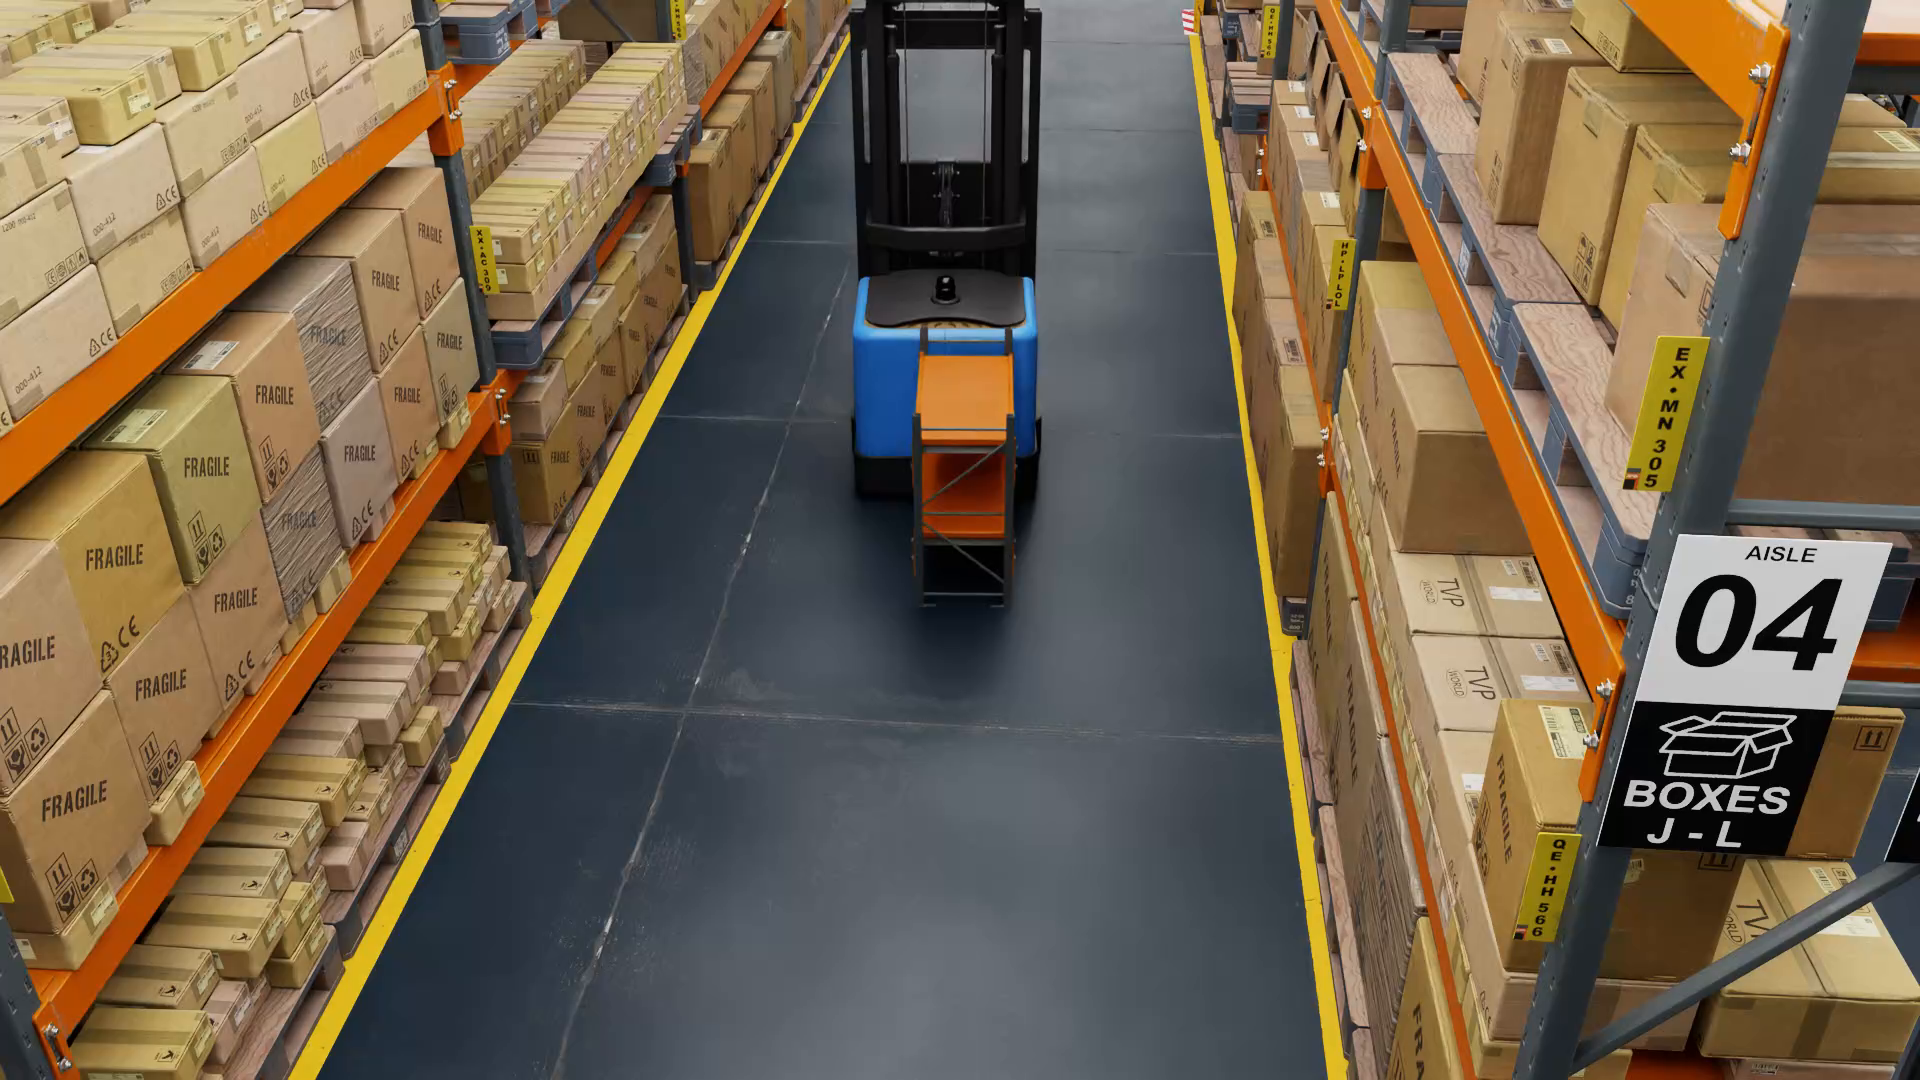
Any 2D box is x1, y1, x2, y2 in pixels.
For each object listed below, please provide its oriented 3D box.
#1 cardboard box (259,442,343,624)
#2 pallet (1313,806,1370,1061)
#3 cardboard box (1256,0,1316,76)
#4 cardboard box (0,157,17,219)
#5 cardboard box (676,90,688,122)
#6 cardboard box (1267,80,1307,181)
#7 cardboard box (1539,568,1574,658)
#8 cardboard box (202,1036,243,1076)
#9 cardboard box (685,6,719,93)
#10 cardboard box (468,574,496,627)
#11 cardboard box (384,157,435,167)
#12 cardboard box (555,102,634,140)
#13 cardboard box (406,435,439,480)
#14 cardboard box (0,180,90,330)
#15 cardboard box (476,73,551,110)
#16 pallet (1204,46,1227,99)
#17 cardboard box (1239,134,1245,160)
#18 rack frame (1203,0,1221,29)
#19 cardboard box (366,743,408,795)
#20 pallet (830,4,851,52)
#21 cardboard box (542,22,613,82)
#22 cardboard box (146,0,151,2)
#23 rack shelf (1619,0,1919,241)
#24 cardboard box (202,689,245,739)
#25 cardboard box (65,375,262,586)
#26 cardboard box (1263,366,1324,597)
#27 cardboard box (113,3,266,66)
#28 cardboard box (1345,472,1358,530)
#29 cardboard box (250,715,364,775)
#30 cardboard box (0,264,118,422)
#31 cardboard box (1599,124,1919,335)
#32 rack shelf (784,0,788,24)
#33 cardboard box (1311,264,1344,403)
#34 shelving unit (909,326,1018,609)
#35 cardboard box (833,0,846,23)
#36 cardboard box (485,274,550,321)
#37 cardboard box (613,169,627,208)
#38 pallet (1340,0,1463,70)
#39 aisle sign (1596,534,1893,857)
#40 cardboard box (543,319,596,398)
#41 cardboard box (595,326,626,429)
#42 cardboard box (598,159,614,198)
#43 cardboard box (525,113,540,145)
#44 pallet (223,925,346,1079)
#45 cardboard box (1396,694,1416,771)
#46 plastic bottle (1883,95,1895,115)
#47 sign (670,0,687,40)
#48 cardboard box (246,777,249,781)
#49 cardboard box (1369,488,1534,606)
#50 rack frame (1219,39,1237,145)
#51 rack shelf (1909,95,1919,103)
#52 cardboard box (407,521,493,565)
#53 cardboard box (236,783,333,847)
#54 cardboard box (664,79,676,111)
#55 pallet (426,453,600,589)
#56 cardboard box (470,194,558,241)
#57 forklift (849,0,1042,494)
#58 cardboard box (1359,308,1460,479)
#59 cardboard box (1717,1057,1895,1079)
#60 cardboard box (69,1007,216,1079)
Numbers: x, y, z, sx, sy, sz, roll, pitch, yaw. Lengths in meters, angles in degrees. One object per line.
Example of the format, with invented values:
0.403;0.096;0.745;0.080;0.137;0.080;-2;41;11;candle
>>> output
-2.642;-0.044;6.084;0.500;0.500;0.500;2;32;3;cardboard box
1.965;1.545;6.541;1.003;0.211;1.213;2;32;4;pallet
2.477;-3.569;11.687;0.700;0.500;0.500;7;32;11;cardboard box
-2.673;-0.876;4.239;0.380;0.149;0.250;2;32;4;cardboard box
-1.990;-2.826;10.816;0.380;0.149;0.250;3;32;5;cardboard box
2.216;-2.567;10.462;0.500;0.500;0.500;3;32;5;cardboard box
2.301;0.306;5.754;0.500;0.250;0.500;2;32;3;cardboard box
-2.758;1.785;5.811;0.380;0.149;0.250;2;32;4;cardboard box
-2.064;-3.564;12.079;0.500;0.500;0.500;2;32;4;cardboard box
-2.452;0.288;7.957;0.380;0.149;0.250;1;32;2;cardboard box
-2.831;-1.897;8.741;0.380;0.149;0.250;2;32;4;cardboard box
-2.099;-2.405;9.566;0.380;0.149;0.250;4;32;6;cardboard box
-2.518;-0.398;7.276;0.380;0.149;0.250;4;32;6;cardboard box
-2.723;-0.766;4.442;0.500;0.250;0.500;2;32;3;cardboard box
-2.705;-2.717;10.071;0.380;0.149;0.250;1;32;2;cardboard box
2.969;-4.664;16.617;1.003;0.211;1.213;2;32;4;pallet
2.724;-3.413;13.893;0.700;0.500;0.500;2;32;4;cardboard box
3.178;-6.951;17.670;1.000;3.000;0.127;2;32;4;rack frame
-2.599;0.989;7.104;0.380;0.149;0.250;3;32;5;cardboard box
-1.744;-5.607;18.147;1.003;0.211;1.213;2;32;4;pallet
-2.639;-3.322;11.686;0.500;0.500;0.500;2;32;4;cardboard box
-3.085;-1.986;6.041;0.380;0.149;0.250;2;32;3;cardboard box
2.038;-1.707;4.510;1.077;0.370;4.000;2;32;4;rack shelf
-2.721;0.547;5.742;0.380;0.149;0.250;2;32;3;cardboard box
-2.659;-0.202;5.388;0.500;0.500;0.500;2;32;3;cardboard box
2.233;-0.286;8.479;1.225;0.875;0.875;3;32;4;cardboard box
-2.567;-1.684;5.550;0.380;0.149;0.250;2;32;4;cardboard box
1.804;-0.153;6.879;0.380;0.149;0.250;3;32;6;cardboard box
-2.666;0.849;6.764;0.380;0.149;0.250;3;32;4;cardboard box
-2.721;-0.561;4.585;0.500;0.250;0.500;3;32;6;cardboard box
2.031;-0.688;4.058;0.700;0.500;0.500;1;32;2;cardboard box
-1.920;-5.863;16.591;1.077;0.370;4.000;2;32;4;rack shelf
1.967;-0.975;7.877;0.500;0.500;0.500;3;32;4;cardboard box
0.026;-0.397;8.822;0.538;1.125;1.048;0;32;1;shelving unit
-1.746;-6.132;17.966;0.875;0.875;0.875;3;32;4;cardboard box
-2.243;-1.199;8.175;0.380;0.149;0.250;1;32;2;cardboard box
-2.119;-2.013;9.497;0.380;0.149;0.250;1;32;2;cardboard box
2.227;-2.353;7.532;0.805;0.209;1.217;1;32;2;pallet
1.571;0.334;3.371;0.394;0.787;0.004;2;32;4;aisle sign
-2.370;-1.028;9.327;0.500;0.250;0.500;3;32;5;cardboard box
-2.339;-0.981;9.966;0.500;0.500;0.500;3;32;5;cardboard box
-2.142;-2.012;9.211;0.380;0.149;0.250;2;32;3;cardboard box
-2.728;-2.443;9.910;0.380;0.149;0.250;3;32;4;cardboard box
-2.952;1.875;6.006;1.003;0.211;1.213;2;32;4;pallet
1.679;0.653;5.571;0.380;0.149;0.250;3;32;4;cardboard box
8.252;-3.821;14.773;0.097;0.271;0.097;0;32;0;plastic bottle
-1.867;-3.473;10.999;0.100;0.325;0.005;2;32;4;sign
-3.094;1.092;6.936;0.380;0.149;0.250;3;32;5;cardboard box
1.820;0.027;6.207;0.500;0.250;0.500;3;32;5;cardboard box
2.853;-4.859;14.276;1.000;3.000;0.127;2;32;4;rack frame
7.626;-3.295;12.424;1.077;0.370;4.000;2;32;4;rack shelf
-2.503;0.038;8.079;0.380;0.149;0.250;3;32;5;cardboard box
-2.714;1.108;6.627;0.380;0.149;0.250;4;32;7;cardboard box
-2.015;-2.813;10.511;0.380;0.149;0.250;4;32;6;cardboard box
-2.672;-0.161;9.309;1.003;0.211;1.213;2;32;4;pallet
-2.227;-1.598;8.256;0.380;0.149;0.250;3;32;5;cardboard box
-0.080;-2.245;10.100;1.130;2.935;3.031;0;32;0;forklift
1.860;-0.561;6.446;0.500;0.500;0.500;2;32;4;cardboard box
2.233;1.351;4.438;0.380;0.149;0.250;3;32;5;cardboard box
-2.678;1.673;5.426;0.380;0.149;0.250;1;32;2;cardboard box
